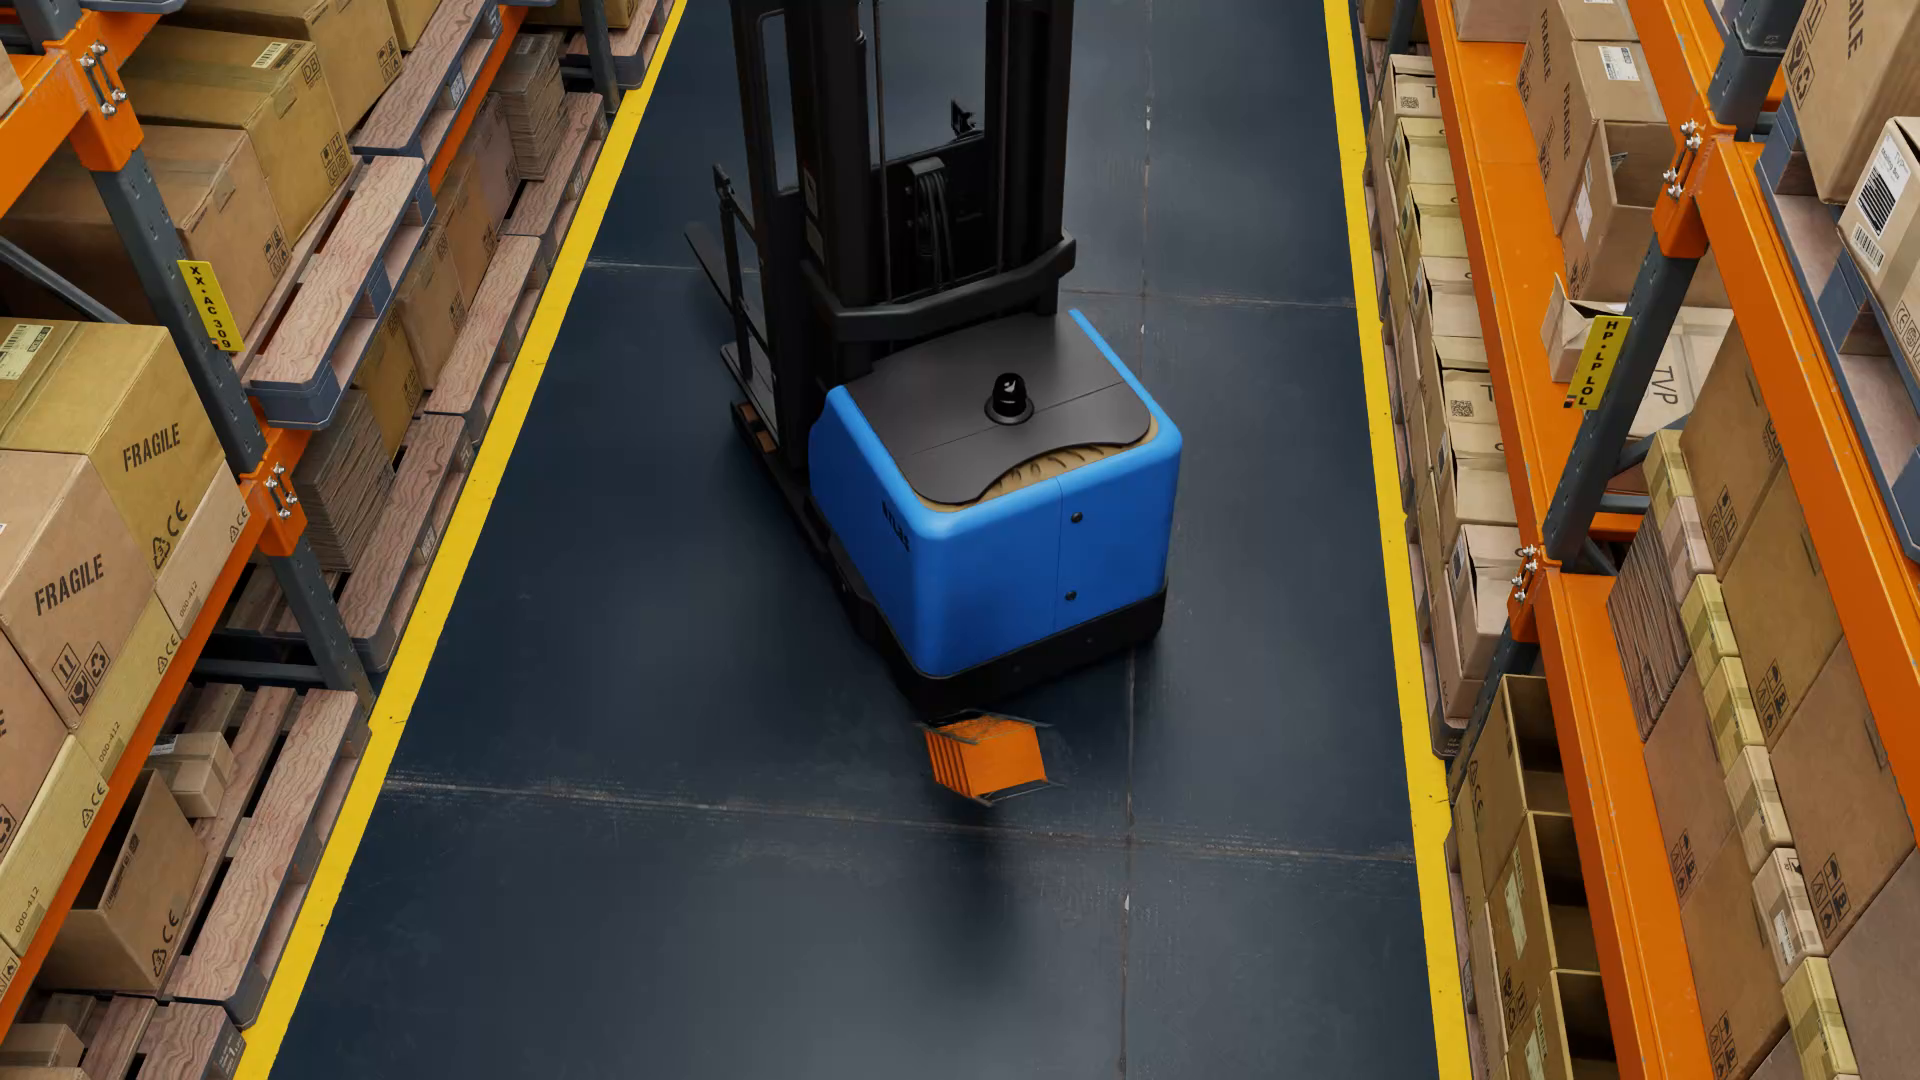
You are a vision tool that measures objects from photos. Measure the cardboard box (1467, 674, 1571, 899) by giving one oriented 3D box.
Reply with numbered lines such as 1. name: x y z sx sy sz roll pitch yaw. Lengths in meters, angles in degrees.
1. cardboard box: 1.891 0.776 5.104 0.500 0.500 0.500 4 48 4

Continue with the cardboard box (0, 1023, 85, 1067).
1. cardboard box: -2.854 1.580 4.932 0.380 0.149 0.250 0 48 0

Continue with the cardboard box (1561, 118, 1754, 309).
1. cardboard box: 2.379 -1.061 5.646 0.500 0.500 0.500 7 48 6

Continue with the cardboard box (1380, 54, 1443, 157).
1. cardboard box: 2.269 -2.054 7.821 0.500 0.311 0.500 5 48 5

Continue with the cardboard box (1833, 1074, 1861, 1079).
1. cardboard box: 1.865 1.176 3.160 0.380 0.149 0.250 3 48 3

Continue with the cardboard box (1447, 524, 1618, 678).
1. cardboard box: 1.996 0.203 5.756 0.500 0.311 0.500 4 48 4

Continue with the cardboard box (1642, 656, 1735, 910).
1. cardboard box: 2.169 0.604 4.123 0.700 0.500 0.500 3 48 3

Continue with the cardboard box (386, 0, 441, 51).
1. cardboard box: -2.448 -2.266 6.450 0.700 0.500 0.500 4 48 4

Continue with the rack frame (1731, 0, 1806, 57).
1. rack frame: 2.245 -2.102 2.600 1.000 3.000 0.127 4 48 4

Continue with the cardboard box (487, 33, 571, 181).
1. cardboard box: -2.338 -2.119 8.077 0.700 0.500 0.500 4 48 4

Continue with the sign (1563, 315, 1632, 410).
1. sign: 1.704 -0.470 4.442 0.100 0.325 0.005 4 48 4

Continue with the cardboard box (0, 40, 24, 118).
1. cardboard box: -2.488 -1.071 3.608 0.500 0.500 0.500 5 48 5

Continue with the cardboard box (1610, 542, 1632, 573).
1. cardboard box: 2.531 0.233 5.729 0.500 0.311 0.500 4 48 4

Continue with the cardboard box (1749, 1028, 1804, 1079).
1. cardboard box: 2.074 1.349 3.442 0.700 0.500 0.500 5 48 5

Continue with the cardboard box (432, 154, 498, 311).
1. cardboard box: -2.517 -1.381 7.402 0.700 0.500 0.500 4 48 3

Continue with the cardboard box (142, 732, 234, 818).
1. cardboard box: -2.707 0.796 5.637 0.380 0.166 0.250 -2 48 -2

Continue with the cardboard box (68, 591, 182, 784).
1. cardboard box: -2.483 0.370 4.492 0.500 0.250 0.500 4 48 4

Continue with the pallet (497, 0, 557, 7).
1. pallet: -2.283 -2.751 7.389 1.213 0.211 1.003 4 48 4

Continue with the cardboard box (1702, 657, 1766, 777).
1. cardboard box: 1.961 0.422 3.850 0.380 0.149 0.250 3 48 3

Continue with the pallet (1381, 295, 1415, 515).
1. pallet: 2.382 -0.579 7.162 1.003 0.211 1.213 4 48 4

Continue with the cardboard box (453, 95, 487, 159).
1. cardboard box: -2.452 -1.957 7.421 0.500 0.250 0.500 5 48 4

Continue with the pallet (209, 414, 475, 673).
1. pallet: -2.619 -0.038 6.668 1.003 0.211 1.213 4 48 4

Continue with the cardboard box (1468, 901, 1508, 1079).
1. cardboard box: 1.850 1.397 5.044 0.500 0.250 0.500 4 48 4

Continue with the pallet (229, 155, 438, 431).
1. pallet: -2.474 -0.894 5.691 1.003 0.211 1.213 4 48 4

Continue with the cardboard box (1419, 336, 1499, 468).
1. cardboard box: 2.085 -0.546 6.441 0.500 0.311 0.500 4 48 3

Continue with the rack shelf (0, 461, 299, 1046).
1. rack shelf: -2.871 1.305 4.037 1.077 0.370 4.000 4 48 4

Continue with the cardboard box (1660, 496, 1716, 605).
1. cardboard box: 2.005 0.039 4.200 0.380 0.149 0.250 5 48 4

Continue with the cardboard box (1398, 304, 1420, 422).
1. cardboard box: 2.136 -0.736 6.995 0.500 0.250 0.500 5 48 4

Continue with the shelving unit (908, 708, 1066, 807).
1. shelving unit: 0.062 0.693 5.437 0.258 1.200 0.189 -13 89 -11

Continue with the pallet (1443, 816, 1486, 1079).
1. pallet: 2.131 1.446 5.311 1.003 0.211 1.213 4 48 4

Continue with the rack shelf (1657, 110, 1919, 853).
1. rack shelf: 2.063 0.623 2.628 1.077 0.370 4.000 4 48 4

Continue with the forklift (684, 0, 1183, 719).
1. forklift: -0.327 -1.431 6.098 1.130 2.935 3.031 -20 51 -17

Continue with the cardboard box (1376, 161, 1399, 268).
1. cardboard box: 2.224 -1.496 7.690 0.500 0.250 0.500 3 48 2

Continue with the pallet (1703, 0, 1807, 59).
1. pallet: 2.312 -1.674 4.371 0.805 0.209 1.217 2 48 2

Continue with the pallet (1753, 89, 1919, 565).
1. pallet: 2.193 -0.431 3.165 1.003 0.211 1.213 4 48 4

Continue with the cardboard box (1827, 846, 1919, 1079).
1. cardboard box: 2.074 0.884 2.987 0.700 0.500 0.500 4 48 4

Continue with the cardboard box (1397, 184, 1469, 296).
1. cardboard box: 2.181 -1.293 7.125 0.500 0.311 0.500 3 48 2

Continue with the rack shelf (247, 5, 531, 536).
1. rack shelf: -2.506 -1.634 6.725 1.077 0.370 4.000 4 48 4

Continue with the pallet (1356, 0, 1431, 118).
1. pallet: 2.715 -2.621 9.030 1.003 0.211 1.213 4 48 4

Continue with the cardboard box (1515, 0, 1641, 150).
1. cardboard box: 2.473 -1.816 6.336 0.500 0.500 0.500 2 48 1

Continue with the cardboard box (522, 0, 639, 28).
1. cardboard box: -2.126 -3.294 8.929 0.750 0.750 0.750 3 48 3

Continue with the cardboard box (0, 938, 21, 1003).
1. cardboard box: -2.559 1.111 3.815 0.500 0.250 0.500 4 48 4

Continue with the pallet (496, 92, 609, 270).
1. pallet: -2.397 -1.831 8.308 1.003 0.211 1.213 4 48 4

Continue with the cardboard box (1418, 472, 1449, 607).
1. cardboard box: 2.042 0.013 6.310 0.500 0.250 0.500 3 48 3

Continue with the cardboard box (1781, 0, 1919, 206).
1. cardboard box: 1.937 -0.960 3.141 0.500 0.500 0.500 7 48 7

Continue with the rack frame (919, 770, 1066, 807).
1. rack frame: 0.082 0.782 5.436 0.240 1.200 0.006 -13 89 -11

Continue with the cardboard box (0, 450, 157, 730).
1. cardboard box: -2.463 0.119 4.214 0.500 0.500 0.500 4 48 3

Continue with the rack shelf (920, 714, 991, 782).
1. rack shelf: 0.008 0.709 5.716 0.258 0.103 0.180 -13 89 -11

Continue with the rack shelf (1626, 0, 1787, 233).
1. rack shelf: 2.427 -2.316 5.316 1.077 0.370 4.000 4 48 4

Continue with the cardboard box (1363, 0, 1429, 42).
1. cardboard box: 2.461 -3.024 8.905 0.500 0.500 0.500 6 48 5

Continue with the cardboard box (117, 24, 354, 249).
1. cardboard box: -2.550 -1.371 5.632 0.700 0.500 0.500 8 48 8

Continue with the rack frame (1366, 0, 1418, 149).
1. rack frame: 2.610 -3.016 7.502 1.000 3.000 0.127 4 48 4

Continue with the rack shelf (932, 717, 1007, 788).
1. rack shelf: 0.054 0.695 5.480 0.258 0.103 0.180 -13 89 -11

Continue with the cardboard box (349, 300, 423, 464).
1. cardboard box: -2.641 -0.637 6.722 0.700 0.500 0.500 3 48 3

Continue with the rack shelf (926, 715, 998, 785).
1. rack shelf: 0.031 0.702 5.598 0.258 0.103 0.180 -13 89 -11

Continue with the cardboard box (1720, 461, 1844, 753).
1. cardboard box: 2.166 0.149 3.660 0.700 0.500 0.500 4 48 3

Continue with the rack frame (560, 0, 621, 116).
1. rack frame: -2.324 -3.347 7.804 1.000 3.000 0.127 4 48 4

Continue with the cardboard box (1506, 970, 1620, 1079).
1. cardboard box: 1.800 1.511 4.432 0.500 0.500 0.500 4 48 4

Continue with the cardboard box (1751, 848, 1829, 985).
1. cardboard box: 1.914 0.802 3.502 0.380 0.149 0.250 3 48 2

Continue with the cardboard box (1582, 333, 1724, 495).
1. cardboard box: 2.246 -0.391 5.202 0.500 0.250 0.500 7 48 6
